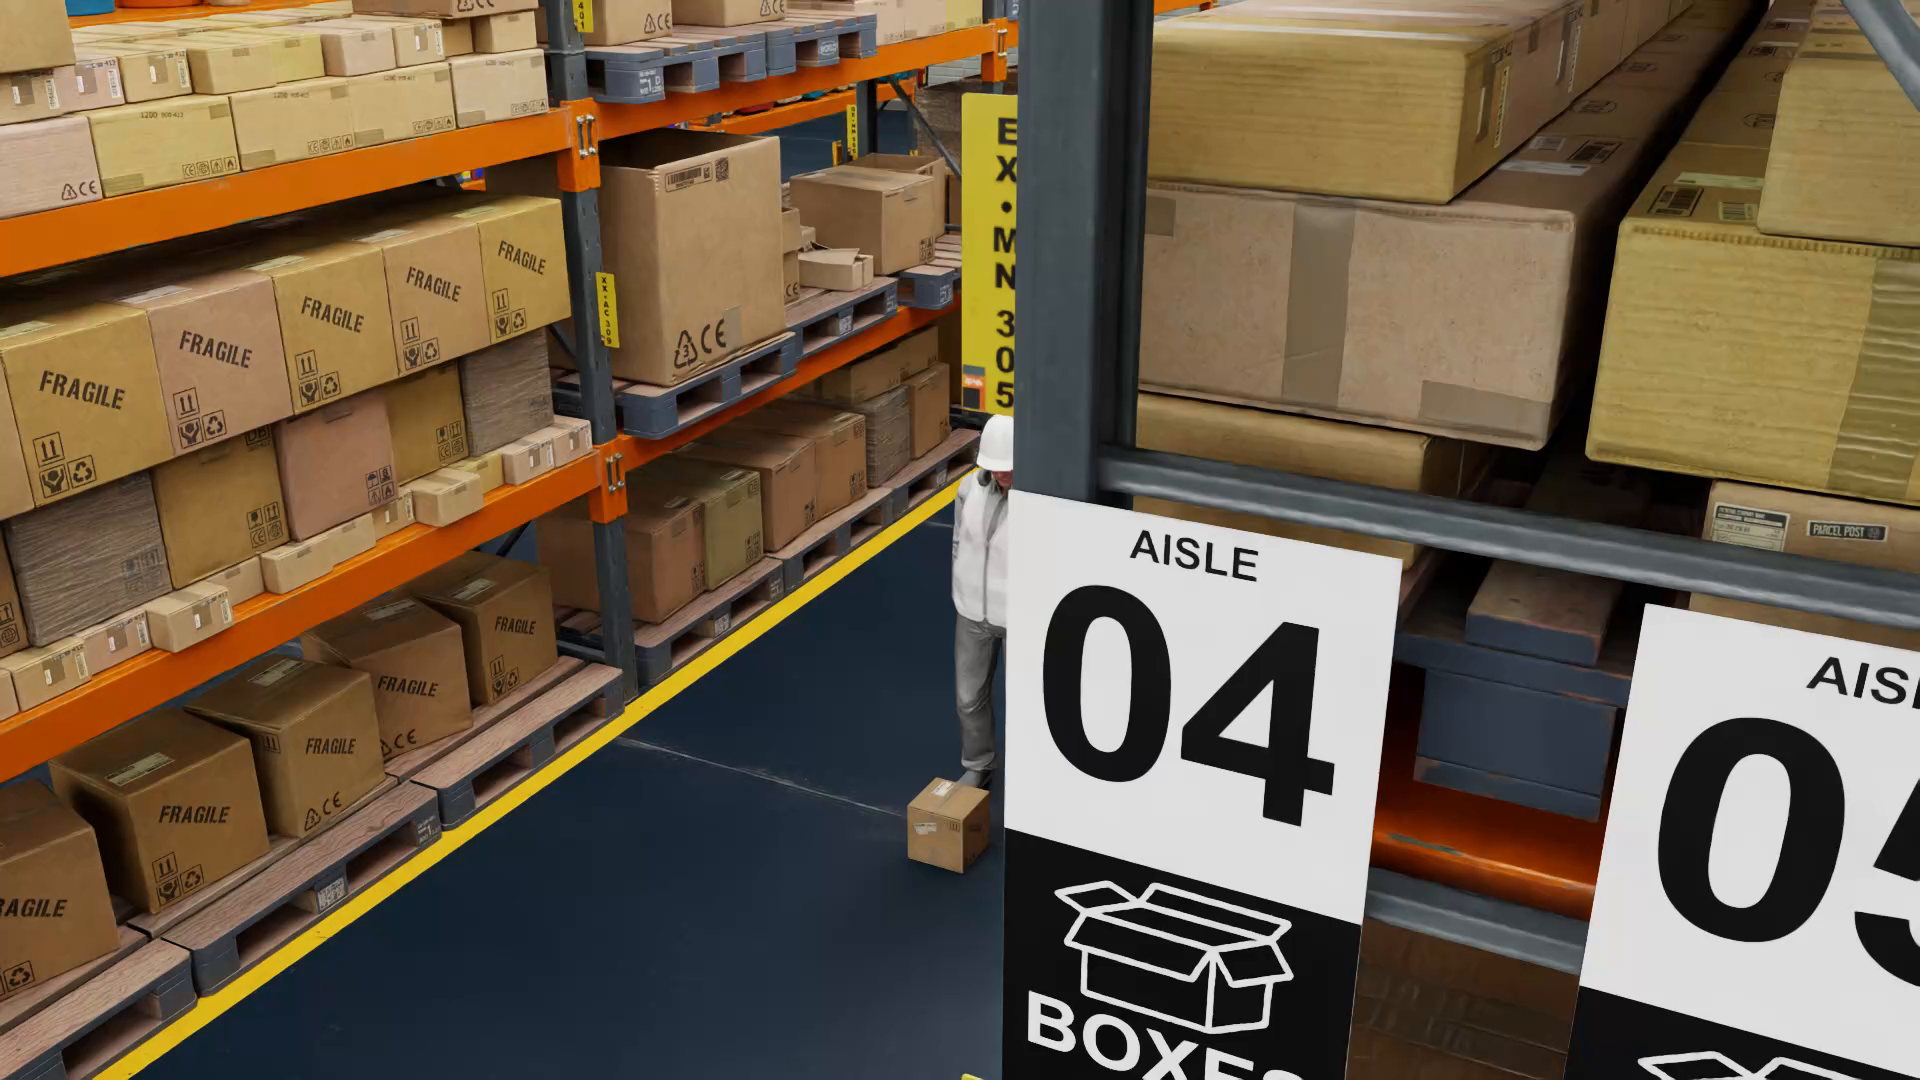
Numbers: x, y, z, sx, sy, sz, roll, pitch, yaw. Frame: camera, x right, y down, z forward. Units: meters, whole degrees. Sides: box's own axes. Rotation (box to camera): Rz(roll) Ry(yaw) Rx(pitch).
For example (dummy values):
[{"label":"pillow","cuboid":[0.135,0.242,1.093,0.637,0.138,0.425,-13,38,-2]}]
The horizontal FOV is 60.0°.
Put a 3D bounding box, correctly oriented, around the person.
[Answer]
[{"label":"person","cuboid":[0.200,0.303,6.855,0.536,1.762,0.369,12,25,26]}]
